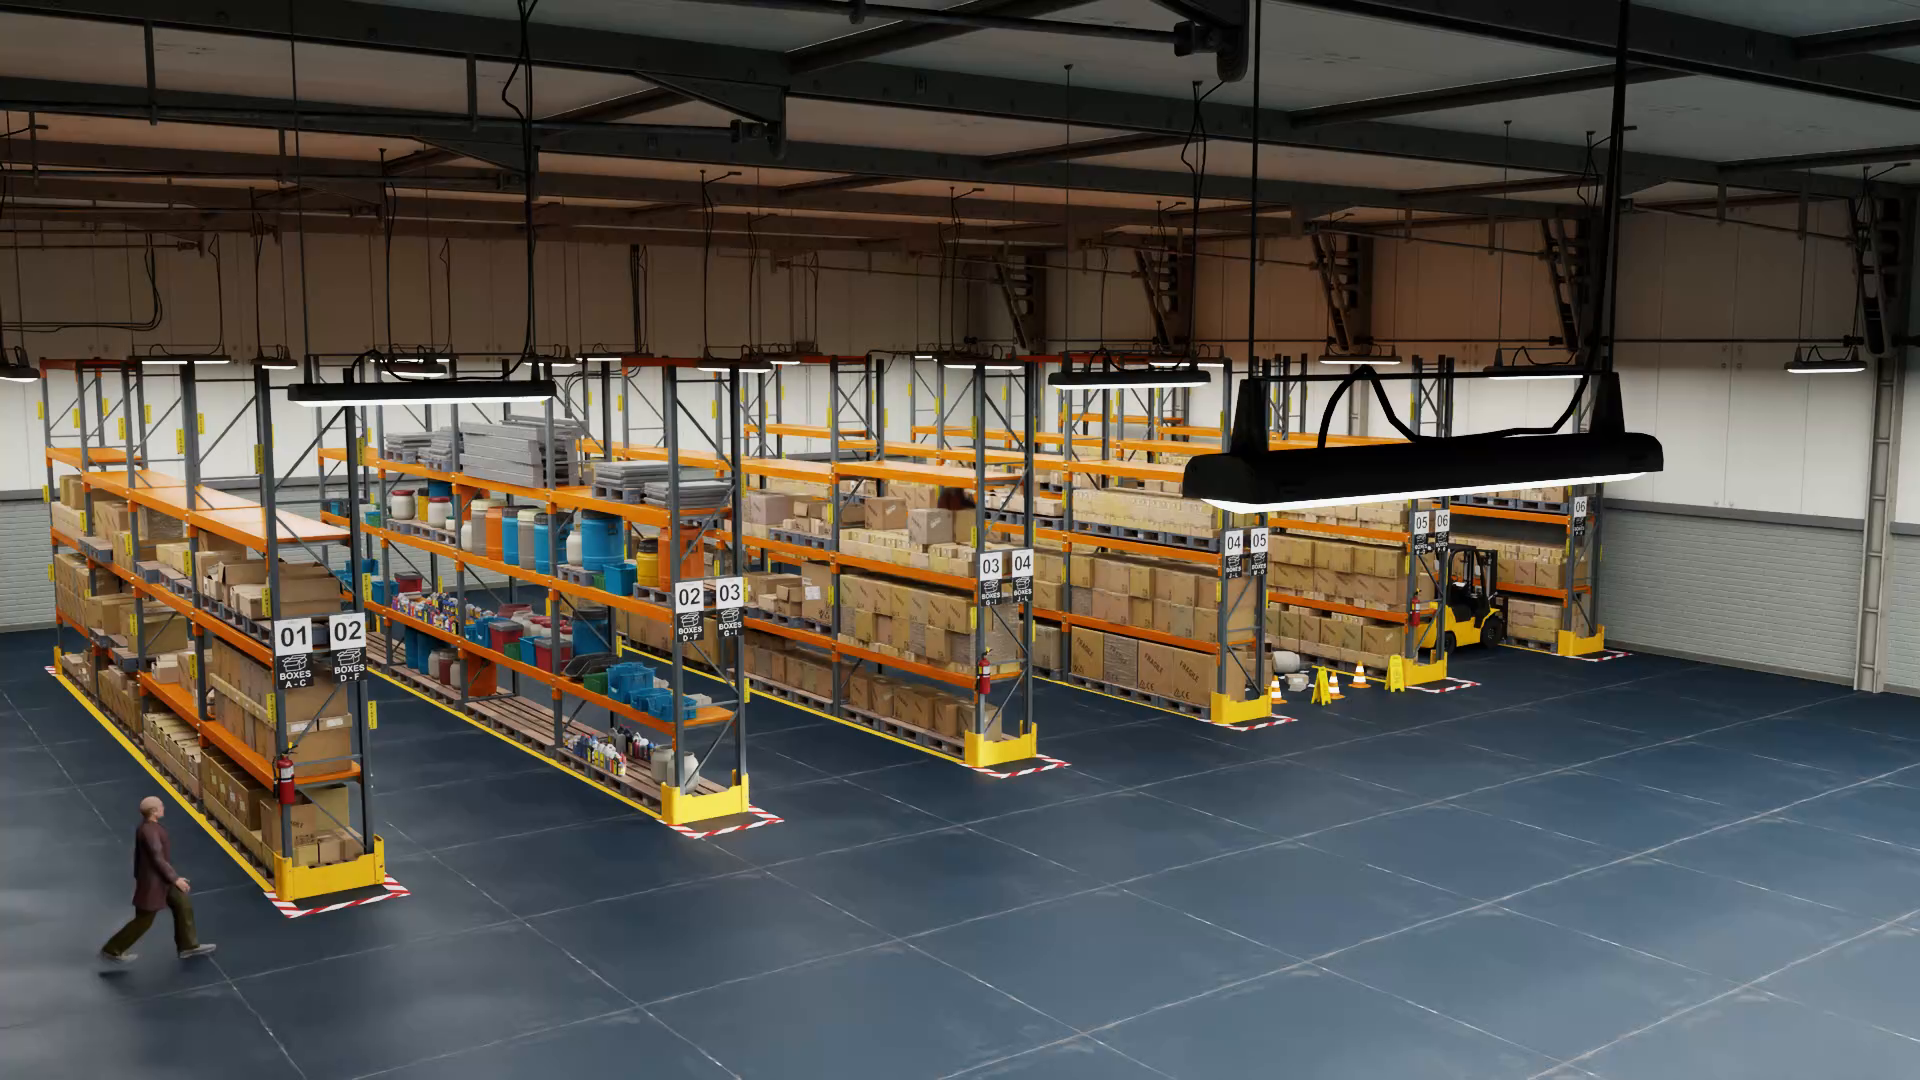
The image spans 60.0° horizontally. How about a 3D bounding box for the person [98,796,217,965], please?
[{"bbox_3d":[-8.180,3.458,16.865,1.075,1.734,0.541,-2,7,-17],"label":"person"}]
